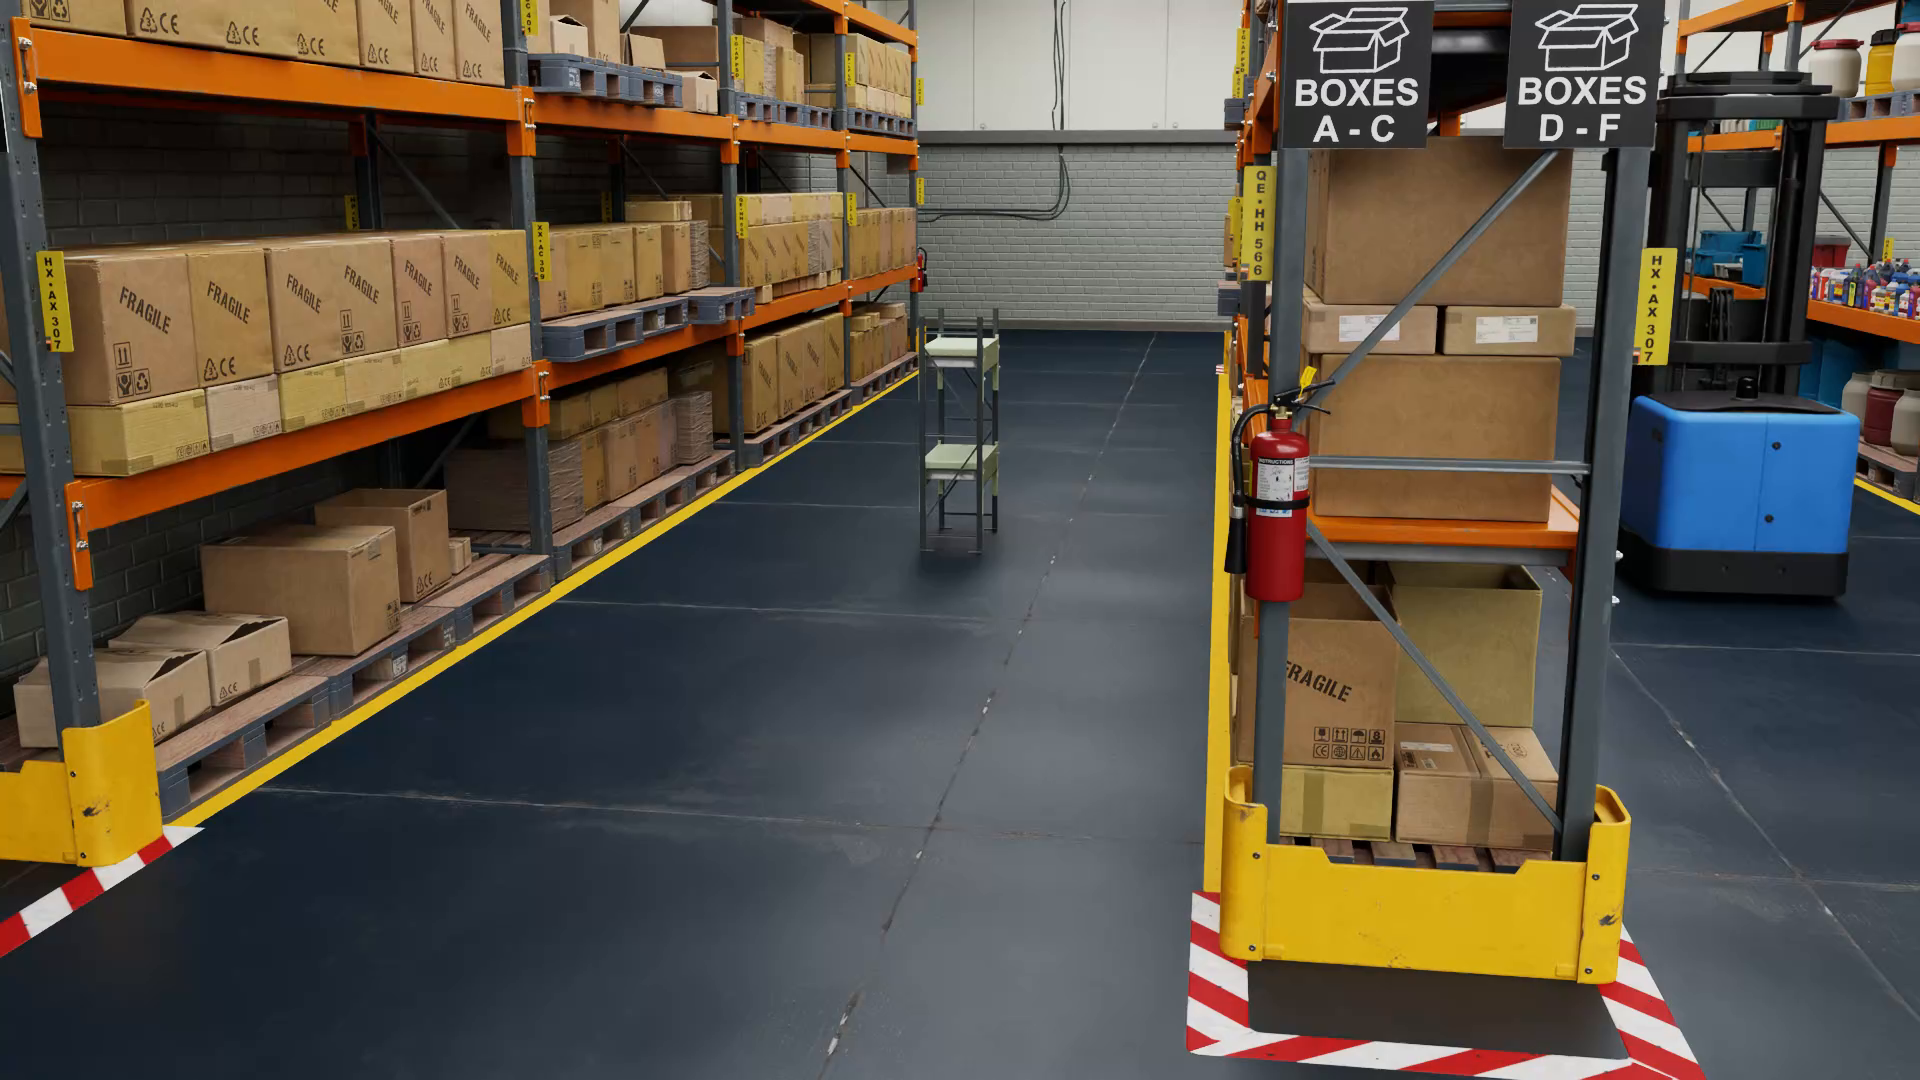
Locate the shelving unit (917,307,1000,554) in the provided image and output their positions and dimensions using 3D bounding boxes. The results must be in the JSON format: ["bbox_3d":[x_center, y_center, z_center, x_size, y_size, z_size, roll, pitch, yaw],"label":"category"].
[{"bbox_3d":[-0.001,-0.732,10.829,0.431,1.500,0.755,2,12,9],"label":"shelving unit"}]

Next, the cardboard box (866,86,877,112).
[{"bbox_3d":[-1.190,-4.759,17.956,0.500,0.250,0.500,2,12,7],"label":"cardboard box"}]

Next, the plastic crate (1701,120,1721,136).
[{"bbox_3d":[8.249,-4.509,17.823,0.504,0.338,0.767,2,12,9],"label":"plastic crate"}]

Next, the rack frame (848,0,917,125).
[{"bbox_3d":[-1.034,-6.636,20.424,1.000,3.000,0.127,2,12,9],"label":"rack frame"}]

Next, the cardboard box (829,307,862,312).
[{"bbox_3d":[-1.375,-2.677,19.690,0.380,0.149,0.250,2,12,9],"label":"cardboard box"}]

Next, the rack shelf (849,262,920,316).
[{"bbox_3d":[-1.341,-2.935,19.200,1.077,0.370,4.000,2,12,9],"label":"rack shelf"}]

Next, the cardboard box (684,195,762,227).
[{"bbox_3d":[-1.935,-2.701,13.634,0.500,0.250,0.500,2,12,10],"label":"cardboard box"}]

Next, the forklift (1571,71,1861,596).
[{"bbox_3d":[4.614,-1.379,10.434,1.130,2.935,3.031,2,12,8],"label":"forklift"}]

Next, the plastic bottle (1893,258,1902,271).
[{"bbox_3d":[8.322,-2.323,14.771,0.144,0.351,0.185,2,12,9],"label":"plastic bottle"}]

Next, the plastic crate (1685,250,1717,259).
[{"bbox_3d":[8.291,-3.152,18.753,0.416,0.233,0.300,2,12,9],"label":"plastic crate"}]

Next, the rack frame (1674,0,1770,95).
[{"bbox_3d":[8.755,-6.315,18.935,1.000,3.000,0.127,2,12,9],"label":"rack frame"}]

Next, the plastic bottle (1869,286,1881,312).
[{"bbox_3d":[7.342,-1.931,13.305,0.097,0.201,0.097,0,12,0],"label":"plastic bottle"}]

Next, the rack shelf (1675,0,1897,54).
[{"bbox_3d":[8.448,-5.351,17.121,1.077,0.370,4.000,2,12,9],"label":"rack shelf"}]

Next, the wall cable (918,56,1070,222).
[{"bbox_3d":[0.189,-6.284,26.161,3.097,2.526,0.112,2,12,9],"label":"wall cable"}]

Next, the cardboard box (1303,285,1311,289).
[{"bbox_3d":[1.390,-0.825,5.922,0.380,0.149,0.250,2,12,9],"label":"cardboard box"}]

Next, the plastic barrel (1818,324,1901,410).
[{"bbox_3d":[7.931,-1.469,14.673,0.600,0.901,0.708,2,12,9],"label":"plastic barrel"}]

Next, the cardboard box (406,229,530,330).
[{"bbox_3d":[-2.646,-1.400,8.897,0.500,0.500,0.500,2,12,9],"label":"cardboard box"}]

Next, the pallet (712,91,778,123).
[{"bbox_3d":[-2.218,-3.548,13.663,1.213,0.211,1.003,2,12,11],"label":"pallet"}]

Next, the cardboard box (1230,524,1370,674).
[{"bbox_3d":[1.329,0.230,6.558,0.500,0.500,0.500,2,12,9],"label":"cardboard box"}]

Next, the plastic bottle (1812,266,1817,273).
[{"bbox_3d":[7.636,-2.329,14.973,0.152,0.276,0.135,2,12,9],"label":"plastic bottle"}]

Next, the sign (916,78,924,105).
[{"bbox_3d":[-0.500,-5.543,20.561,0.100,0.325,0.005,2,12,9],"label":"sign"}]

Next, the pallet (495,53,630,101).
[{"bbox_3d":[-2.679,-2.705,9.749,1.213,0.211,1.003,2,12,9],"label":"pallet"}]

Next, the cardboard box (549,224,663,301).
[{"bbox_3d":[-2.496,-1.944,11.610,0.700,0.500,0.500,2,12,9],"label":"cardboard box"}]

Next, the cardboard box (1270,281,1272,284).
[{"bbox_3d":[2.532,-1.760,12.253,0.500,0.311,0.500,3,12,12],"label":"cardboard box"}]

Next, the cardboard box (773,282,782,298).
[{"bbox_3d":[-1.814,-2.255,14.884,0.380,0.149,0.250,2,12,10],"label":"cardboard box"}]

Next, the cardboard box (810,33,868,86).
[{"bbox_3d":[-1.262,-5.024,17.405,0.500,0.500,0.500,2,12,8],"label":"cardboard box"}]

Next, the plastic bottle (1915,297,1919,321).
[{"bbox_3d":[7.201,-1.741,12.424,0.097,0.201,0.097,0,12,0],"label":"plastic bottle"}]

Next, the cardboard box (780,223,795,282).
[{"bbox_3d":[-1.769,-2.547,14.699,0.500,0.500,0.500,2,12,8],"label":"cardboard box"}]

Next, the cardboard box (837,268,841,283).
[{"bbox_3d":[-1.421,-2.678,16.848,0.380,0.149,0.250,2,12,9],"label":"cardboard box"}]

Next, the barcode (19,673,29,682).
[{"bbox_3d":[-3.692,0.565,6.570,0.001,0.075,0.075,2,12,9],"label":"barcode"}]

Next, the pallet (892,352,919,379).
[{"bbox_3d":[-1.079,-2.171,20.566,1.003,0.211,1.213,2,12,9],"label":"pallet"}]

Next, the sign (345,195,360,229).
[{"bbox_3d":[-3.428,-1.788,9.423,0.100,0.325,0.005,2,12,9],"label":"sign"}]

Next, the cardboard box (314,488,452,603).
[{"bbox_3d":[-2.999,0.019,8.674,0.500,0.500,0.500,1,12,4],"label":"cardboard box"}]

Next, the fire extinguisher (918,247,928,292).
[{"bbox_3d":[-0.555,-3.499,21.180,0.296,0.674,0.183,2,12,9],"label":"fire extinguisher"}]

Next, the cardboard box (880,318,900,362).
[{"bbox_3d":[-1.119,-2.433,20.101,0.700,0.500,0.500,2,12,8],"label":"cardboard box"}]

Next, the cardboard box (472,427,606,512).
[{"bbox_3d":[-2.753,-0.461,10.903,0.700,0.500,0.500,2,12,8],"label":"cardboard box"}]

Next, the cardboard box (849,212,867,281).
[{"bbox_3d":[-1.549,-3.129,17.683,0.980,0.700,0.700,2,12,10],"label":"cardboard box"}]

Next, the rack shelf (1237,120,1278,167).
[{"bbox_3d":[2.939,-3.409,14.280,1.077,0.370,4.000,2,12,9],"label":"rack shelf"}]

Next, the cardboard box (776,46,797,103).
[{"bbox_3d":[-1.914,-4.303,15.439,0.700,0.500,0.500,2,12,8],"label":"cardboard box"}]

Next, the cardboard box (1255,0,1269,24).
[{"bbox_3d":[1.678,-2.738,7.892,0.500,0.500,0.500,3,13,13],"label":"cardboard box"}]

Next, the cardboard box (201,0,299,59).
[{"bbox_3d":[-3.002,-2.178,6.574,0.500,0.500,0.500,2,12,11],"label":"cardboard box"}]

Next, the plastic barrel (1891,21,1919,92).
[{"bbox_3d":[7.649,-3.829,13.200,0.433,0.535,0.433,0,12,0],"label":"plastic barrel"}]

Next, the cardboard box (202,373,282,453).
[{"bbox_3d":[-3.040,-0.509,6.543,0.500,0.250,0.500,1,12,7],"label":"cardboard box"}]

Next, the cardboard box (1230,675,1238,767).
[{"bbox_3d":[1.256,0.700,6.153,0.500,0.250,0.500,2,12,9],"label":"cardboard box"}]

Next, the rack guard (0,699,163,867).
[{"bbox_3d":[-3.483,0.834,5.938,1.175,0.500,0.348,2,12,9],"label":"rack guard"}]

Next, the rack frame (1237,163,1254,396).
[{"bbox_3d":[2.631,-1.878,12.588,1.000,3.000,0.127,2,12,9],"label":"rack frame"}]

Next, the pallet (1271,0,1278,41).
[{"bbox_3d":[1.720,-2.037,6.415,1.003,0.211,1.213,2,12,9],"label":"pallet"}]
